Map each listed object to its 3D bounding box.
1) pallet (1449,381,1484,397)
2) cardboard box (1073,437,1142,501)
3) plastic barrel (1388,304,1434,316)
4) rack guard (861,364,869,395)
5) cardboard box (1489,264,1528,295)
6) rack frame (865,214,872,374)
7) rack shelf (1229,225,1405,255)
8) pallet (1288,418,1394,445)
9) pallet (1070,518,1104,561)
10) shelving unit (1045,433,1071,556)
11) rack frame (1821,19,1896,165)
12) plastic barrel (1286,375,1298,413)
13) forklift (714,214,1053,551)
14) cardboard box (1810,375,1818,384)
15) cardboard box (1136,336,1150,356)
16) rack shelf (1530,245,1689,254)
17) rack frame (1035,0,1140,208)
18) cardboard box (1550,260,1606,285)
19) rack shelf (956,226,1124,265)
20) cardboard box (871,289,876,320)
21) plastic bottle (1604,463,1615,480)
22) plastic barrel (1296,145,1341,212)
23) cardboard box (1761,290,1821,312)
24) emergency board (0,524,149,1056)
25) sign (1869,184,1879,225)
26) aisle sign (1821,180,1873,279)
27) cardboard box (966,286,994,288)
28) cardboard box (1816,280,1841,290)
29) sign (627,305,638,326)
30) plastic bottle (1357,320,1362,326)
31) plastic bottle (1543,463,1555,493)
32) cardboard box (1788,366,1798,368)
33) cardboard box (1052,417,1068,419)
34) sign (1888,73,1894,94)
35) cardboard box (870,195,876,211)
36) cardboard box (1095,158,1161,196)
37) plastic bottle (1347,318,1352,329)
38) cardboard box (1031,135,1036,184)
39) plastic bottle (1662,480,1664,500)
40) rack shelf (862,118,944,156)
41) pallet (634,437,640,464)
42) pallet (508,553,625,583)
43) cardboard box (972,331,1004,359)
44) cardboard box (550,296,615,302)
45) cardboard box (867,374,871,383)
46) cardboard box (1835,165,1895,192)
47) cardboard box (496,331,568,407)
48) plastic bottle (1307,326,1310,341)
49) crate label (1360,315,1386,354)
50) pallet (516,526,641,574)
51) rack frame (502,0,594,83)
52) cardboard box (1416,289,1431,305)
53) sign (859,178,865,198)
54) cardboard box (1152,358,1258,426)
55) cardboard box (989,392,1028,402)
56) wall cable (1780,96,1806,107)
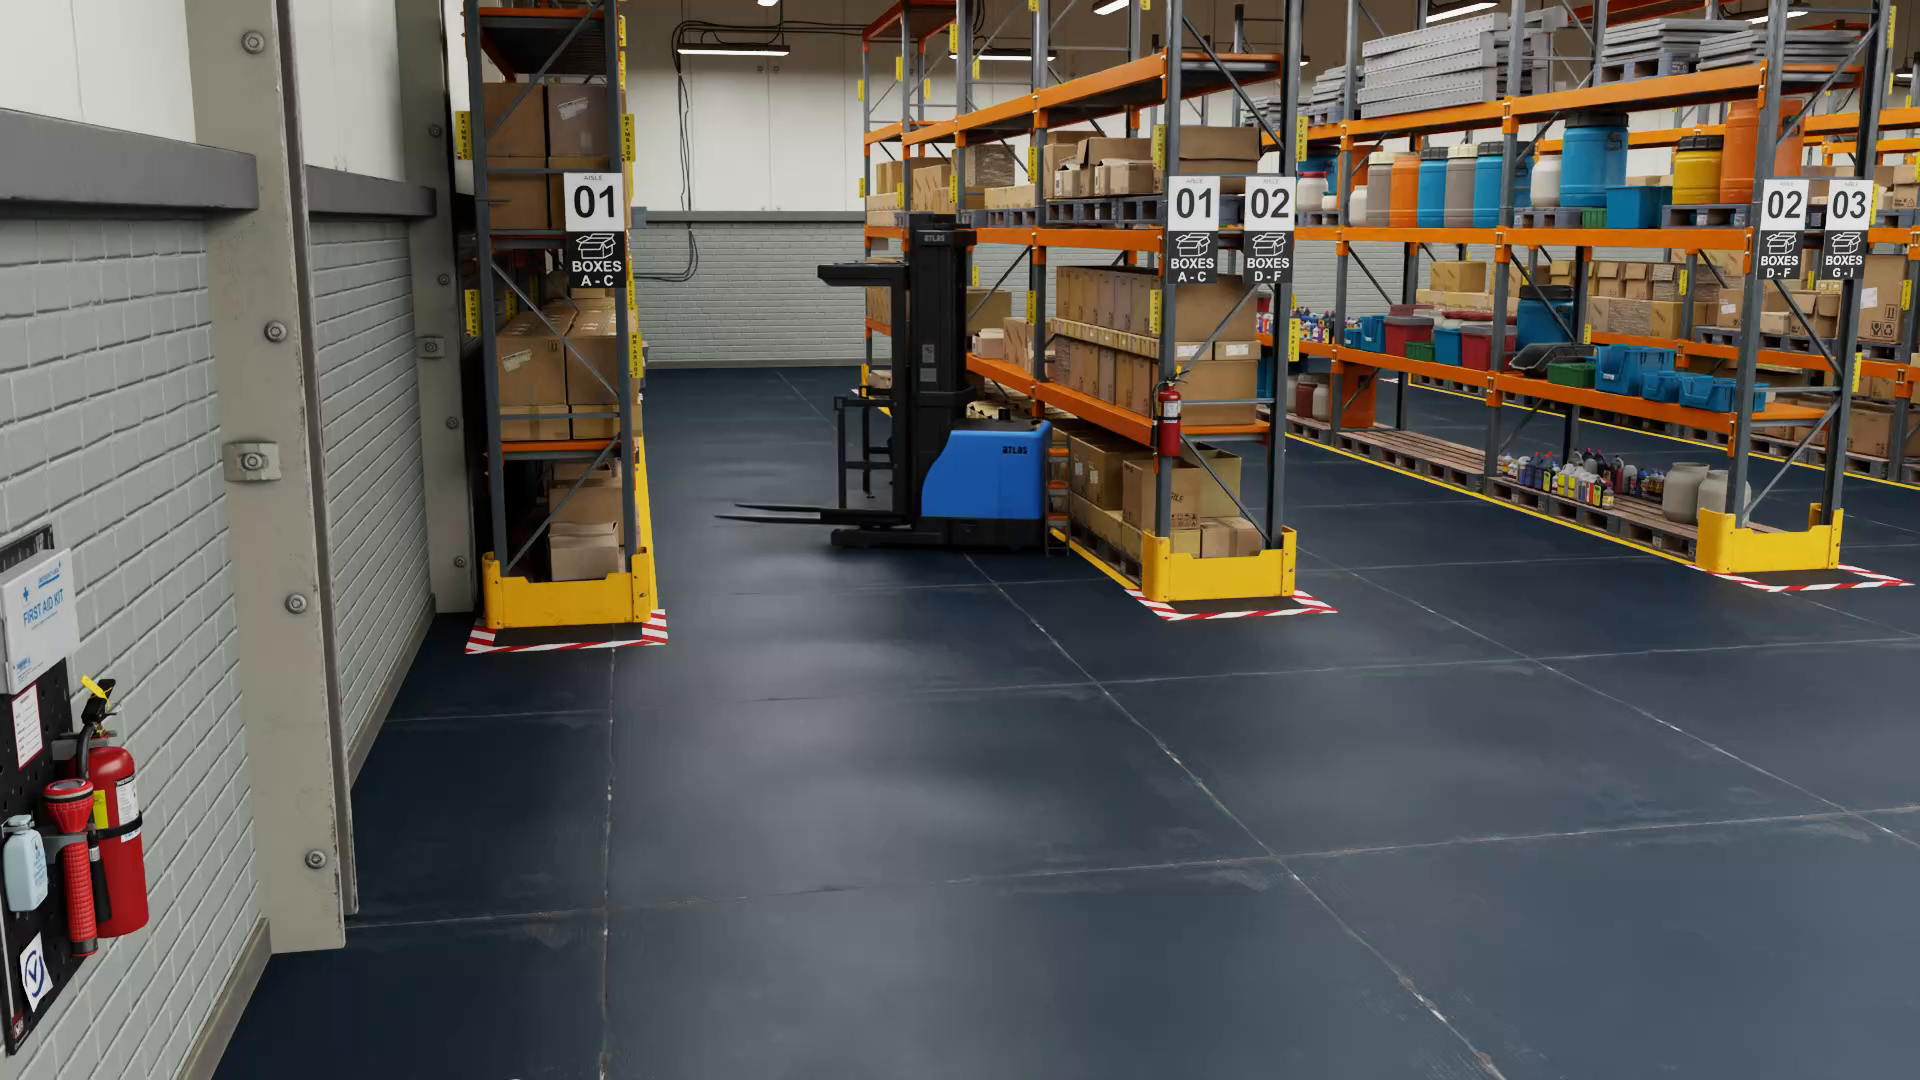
[{"bbox_3d":[9.087,-2.611,28.406,1.003,0.211,1.213,-2,11,-11],"label":"pallet"},{"bbox_3d":[1.314,-0.640,14.818,0.500,0.500,0.500,-2,11,-11],"label":"cardboard box"},{"bbox_3d":[5.706,-2.694,21.017,0.600,0.536,0.708,-2,11,-11],"label":"plastic barrel"},{"bbox_3d":[-1.082,-2.747,28.346,1.175,0.500,0.348,-2,11,-11],"label":"rack guard"},{"bbox_3d":[8.954,-4.222,27.011,0.500,0.500,0.500,-2,11,-10],"label":"cardboard box"},{"bbox_3d":[-1.097,-3.989,28.185,1.000,3.000,0.127,-2,11,-11],"label":"rack frame"},{"bbox_3d":[4.929,-4.188,23.133,1.077,0.370,4.000,-2,11,-11],"label":"rack shelf"},{"bbox_3d":[5.124,-1.474,22.432,1.003,0.211,1.213,-2,11,-11],"label":"pallet"},{"bbox_3d":[1.591,-0.047,14.930,1.003,0.211,1.213,-2,11,-11],"label":"pallet"},{"bbox_3d":[0.855,-0.400,14.546,0.215,1.050,0.252,0,11,1],"label":"shelving unit"},{"bbox_3d":[14.284,-6.724,26.509,1.000,3.000,0.127,-2,11,-11],"label":"rack frame"},{"bbox_3d":[4.789,-2.082,23.696,0.421,0.512,0.421,0,11,0],"label":"plastic barrel"},{"bbox_3d":[-0.705,-1.453,15.045,3.031,2.935,1.130,2,11,9],"label":"forklift"},{"bbox_3d":[14.476,-2.710,27.966,0.380,0.149,0.250,-2,11,-9],"label":"cardboard box"},{"bbox_3d":[1.652,-1.580,13.528,0.380,0.149,0.250,-2,11,-12],"label":"cardboard box"},{"bbox_3d":[9.788,-4.368,24.079,1.077,0.370,4.000,-2,11,-11],"label":"rack shelf"},{"bbox_3d":[1.237,-4.735,16.061,1.000,3.000,0.127,-2,11,-11],"label":"rack frame"},{"bbox_3d":[9.531,-4.040,25.503,0.797,0.503,0.637,-2,11,-12],"label":"cardboard box"},{"bbox_3d":[0.848,-3.275,18.336,1.077,0.370,4.000,-2,11,-11],"label":"rack shelf"},{"bbox_3d":[-1.164,-3.853,27.202,0.500,0.500,0.500,-2,11,-12],"label":"cardboard box"},{"bbox_3d":[6.509,-0.639,16.671,0.061,0.283,0.133,-2,11,-11],"label":"plastic bottle"},{"bbox_3d":[5.022,-5.053,23.291,0.600,0.901,0.708,-2,11,-11],"label":"plastic barrel"},{"bbox_3d":[10.528,-2.940,21.285,0.700,0.500,0.500,0,11,-3],"label":"cardboard box"},{"bbox_3d":[-2.218,0.585,4.156,0.194,1.169,0.643,-2,11,-11],"label":"emergency board"},{"bbox_3d":[7.415,-2.731,13.530,0.100,0.325,0.005,-2,11,-11],"label":"sign"},{"bbox_3d":[7.176,-2.508,13.454,0.394,0.787,0.004,-2,11,-11],"label":"aisle sign"},{"bbox_3d":[0.085,-3.189,22.591,0.700,0.500,0.500,-5,12,-25],"label":"cardboard box"},{"bbox_3d":[13.909,-4.063,26.531,0.380,0.149,0.250,-2,11,-8],"label":"cardboard box"},{"bbox_3d":[-3.091,-2.054,15.702,0.100,0.325,0.005,-2,11,-11],"label":"sign"},{"bbox_3d":[5.406,-2.834,22.461,0.097,0.271,0.097,0,11,0],"label":"plastic bottle"},{"bbox_3d":[5.874,-0.620,16.571,0.061,0.283,0.133,-2,11,-8],"label":"plastic bottle"},{"bbox_3d":[13.959,-2.931,27.535,0.380,0.149,0.250,-2,11,-9],"label":"cardboard box"},{"bbox_3d":[1.207,-1.191,18.215,0.500,0.311,0.500,-2,11,-13],"label":"cardboard box"},{"bbox_3d":[14.827,-7.282,26.519,0.100,0.325,0.005,-2,11,-11],"label":"sign"},{"bbox_3d":[-1.162,-5.439,26.844,0.500,0.250,0.500,-2,11,-11],"label":"cardboard box"},{"bbox_3d":[1.424,-3.063,14.038,0.500,0.311,0.500,-1,11,-4],"label":"cardboard box"},{"bbox_3d":[5.376,-2.921,22.917,0.097,0.271,0.097,0,11,0],"label":"plastic bottle"},{"bbox_3d":[1.022,-3.981,17.392,0.500,0.500,0.500,-1,11,-6],"label":"cardboard box"},{"bbox_3d":[6.801,-0.502,15.951,0.061,0.283,0.133,-2,11,-10],"label":"plastic bottle"},{"bbox_3d":[-0.708,-6.214,25.765,1.077,0.370,4.000,-2,11,-11],"label":"rack shelf"},{"bbox_3d":[-4.479,-1.118,20.561,1.003,0.211,1.213,-2,11,-11],"label":"pallet"},{"bbox_3d":[-2.982,0.332,12.941,1.003,0.211,1.213,-2,11,-11],"label":"pallet"},{"bbox_3d":[0.443,-2.307,19.586,0.500,0.311,0.500,-2,11,-12],"label":"cardboard box"},{"bbox_3d":[-4.298,-2.520,19.025,0.700,0.500,0.500,-3,11,-18],"label":"cardboard box"},{"bbox_3d":[-1.353,-2.715,27.941,0.380,0.149,0.250,-2,11,-11],"label":"cardboard box"},{"bbox_3d":[10.776,-4.141,19.561,0.797,0.503,0.637,-2,11,-9],"label":"cardboard box"},{"bbox_3d":[-3.144,-1.257,12.173,0.500,0.500,0.500,-2,11,-12],"label":"cardboard box"},{"bbox_3d":[4.715,-2.780,22.364,0.097,0.201,0.097,0,11,0],"label":"plastic bottle"},{"bbox_3d":[5.246,-2.526,20.407,0.502,0.435,0.616,-2,11,-11],"label":"crate label"},{"bbox_3d":[-3.215,0.109,14.114,1.003,0.211,1.213,-2,11,-11],"label":"pallet"},{"bbox_3d":[-3.621,-4.554,15.111,1.000,3.000,0.127,-2,11,-11],"label":"rack frame"},{"bbox_3d":[8.449,-4.323,29.546,0.500,0.250,0.500,-2,11,-13],"label":"cardboard box"},{"bbox_3d":[-1.629,-5.872,27.719,0.100,0.325,0.005,-2,11,-11],"label":"sign"},{"bbox_3d":[1.937,-1.190,13.210,0.700,0.500,0.500,-2,11,-11],"label":"cardboard box"},{"bbox_3d":[0.651,-1.604,21.162,0.500,0.500,0.500,-2,11,-9],"label":"cardboard box"},{"bbox_3d":[17.697,-8.716,36.975,2.355,3.000,0.029,-2,11,-11],"label":"wall cable"}]
